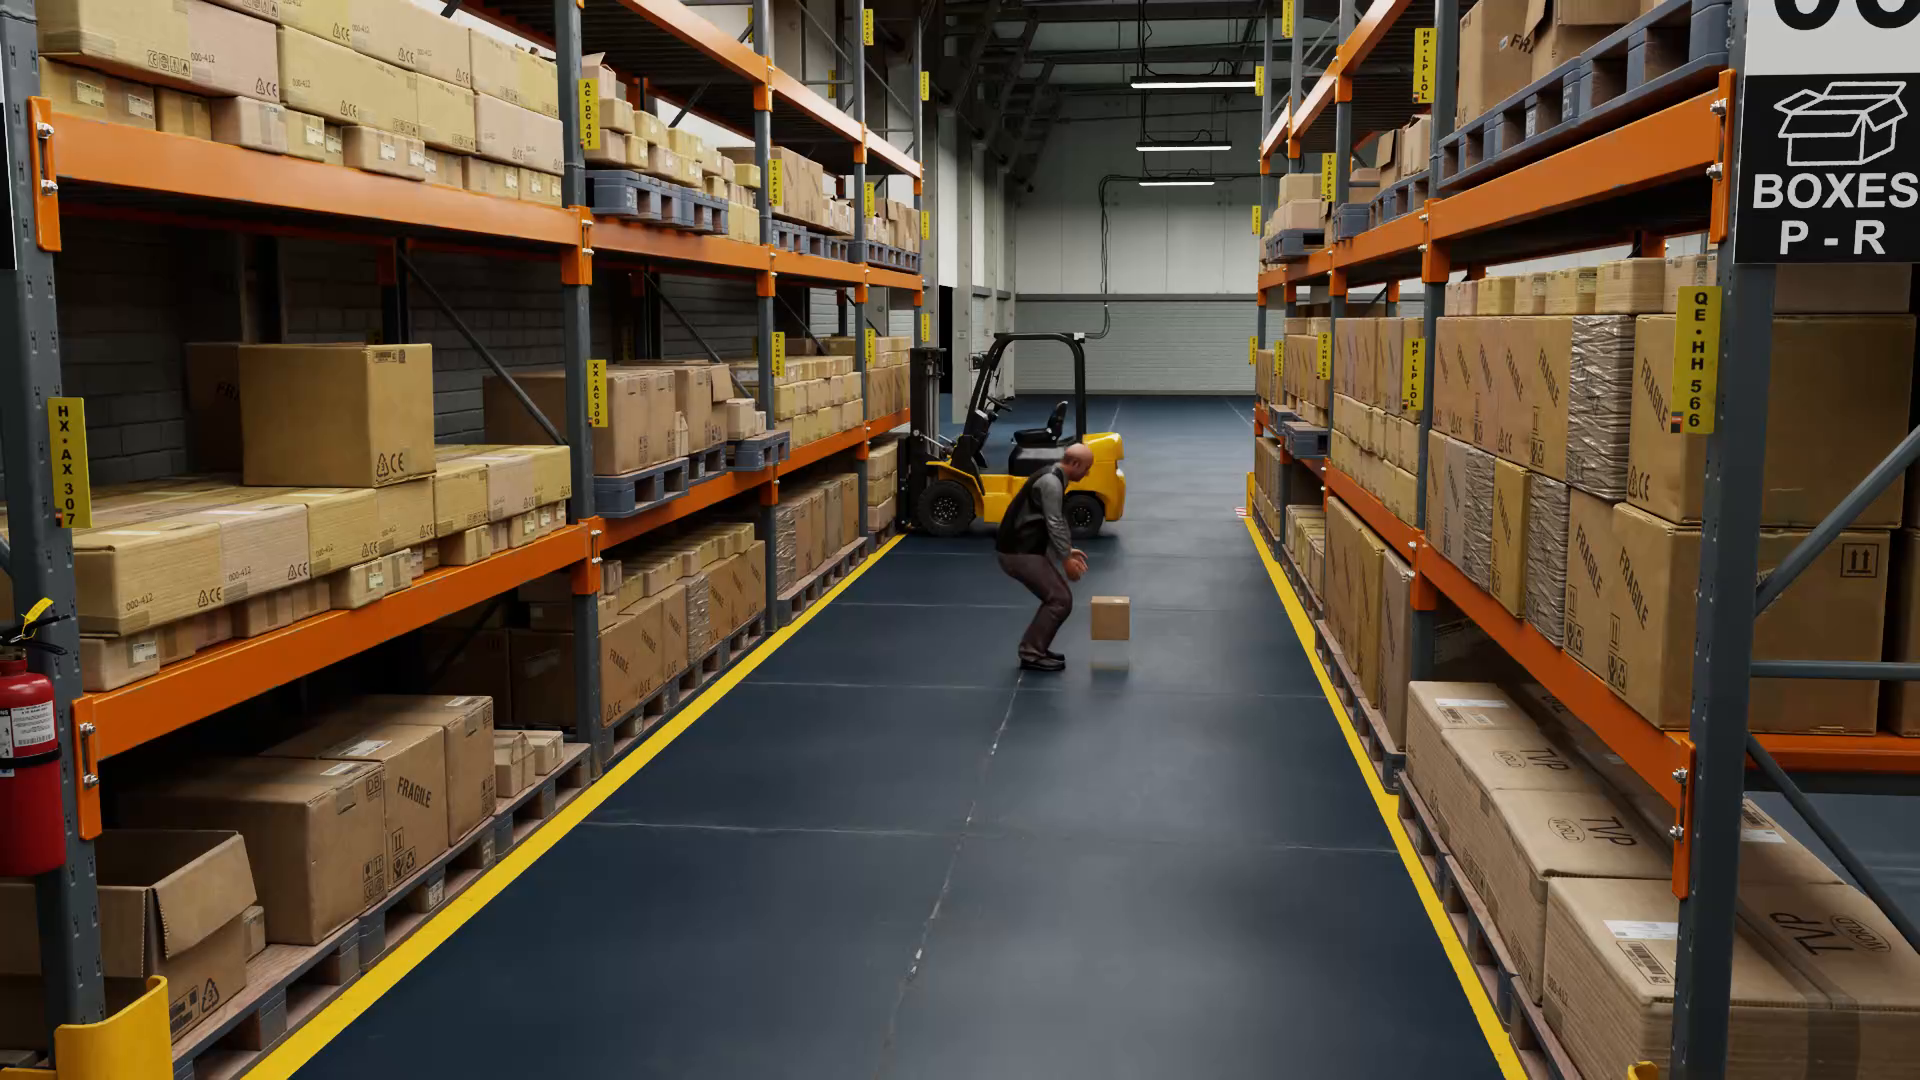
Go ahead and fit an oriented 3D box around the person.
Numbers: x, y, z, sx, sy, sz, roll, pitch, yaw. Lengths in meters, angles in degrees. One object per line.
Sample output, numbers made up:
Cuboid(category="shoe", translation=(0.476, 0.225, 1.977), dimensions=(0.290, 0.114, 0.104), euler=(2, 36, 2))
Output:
Cuboid(category="person", translation=(0.559, 0.098, 11.067), dimensions=(0.647, 1.488, 0.589), euler=(1, 8, 7))
